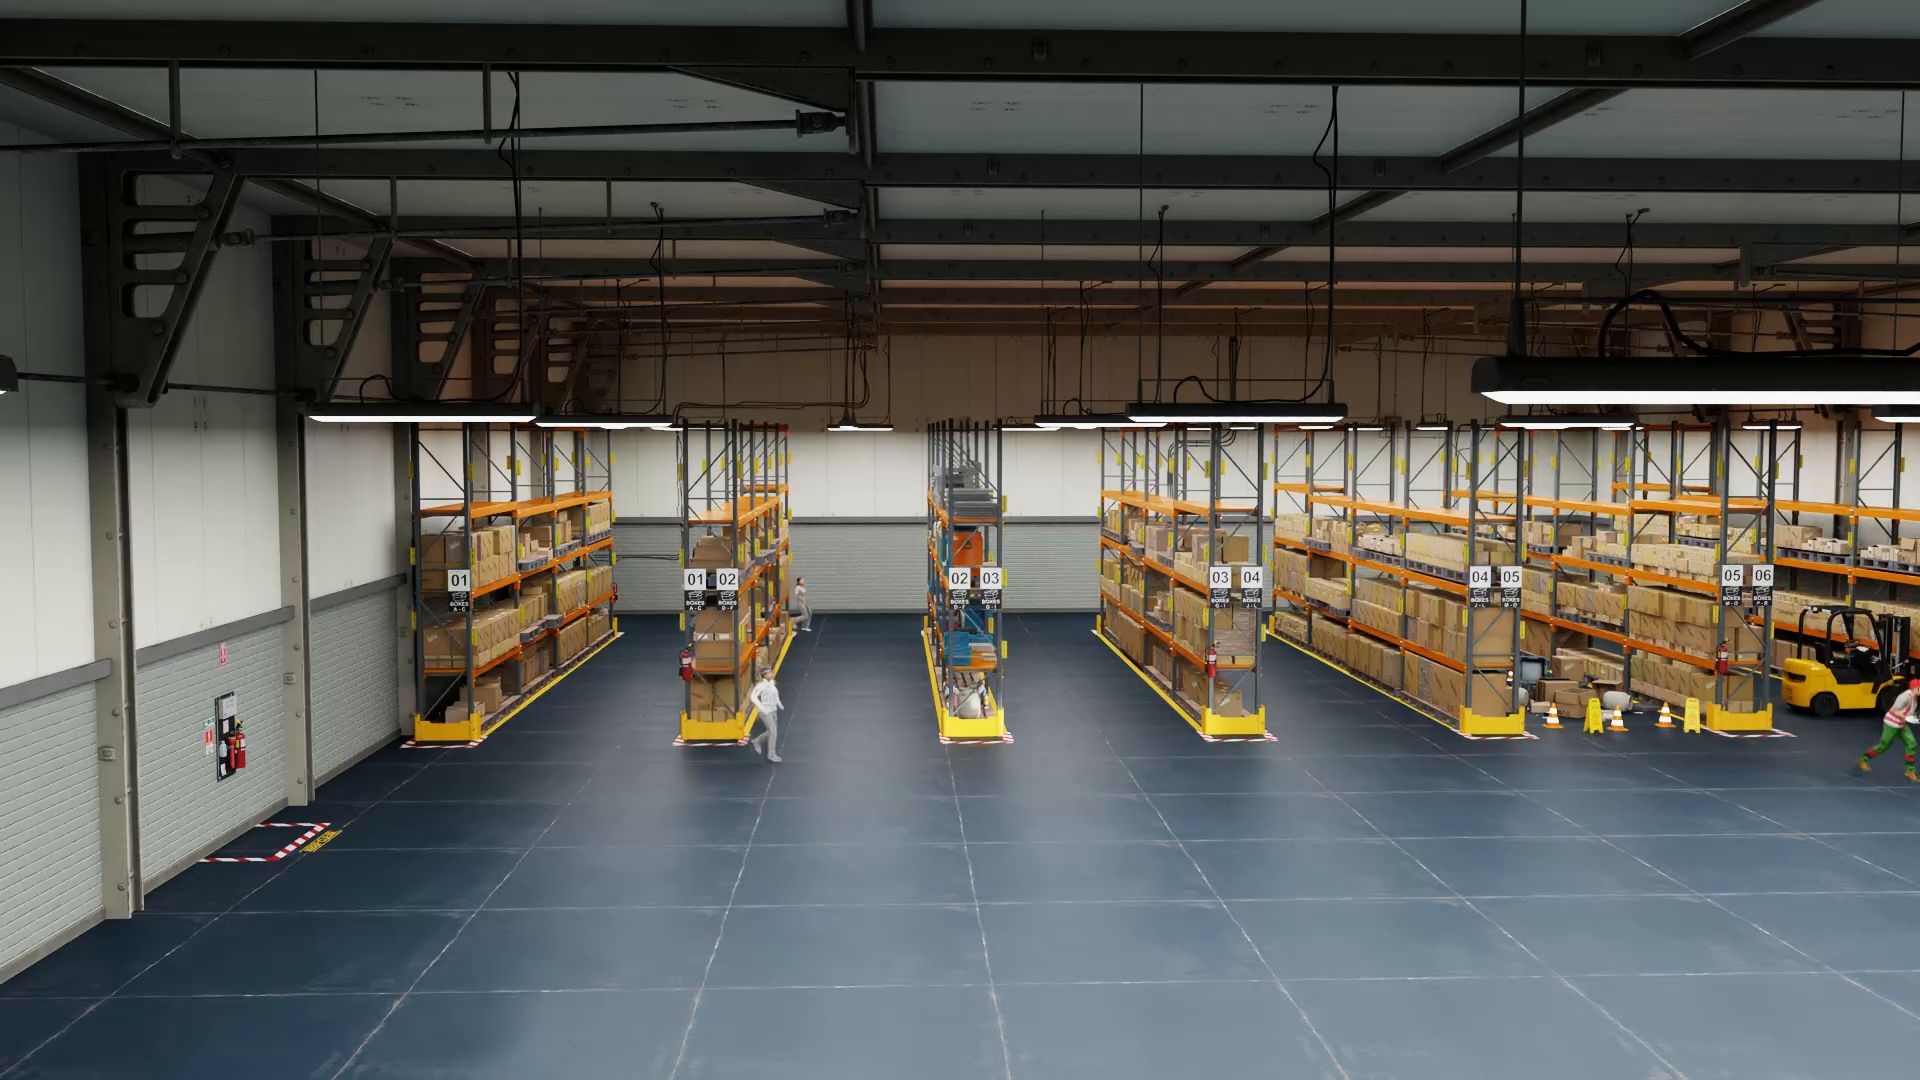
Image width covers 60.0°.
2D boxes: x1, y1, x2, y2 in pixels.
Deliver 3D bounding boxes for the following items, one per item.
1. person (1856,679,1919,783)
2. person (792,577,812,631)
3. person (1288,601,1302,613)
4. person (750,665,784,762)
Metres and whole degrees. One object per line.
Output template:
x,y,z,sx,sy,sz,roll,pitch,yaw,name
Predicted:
15.481,3.125,27.615,0.703,1.731,1.060,-3,5,-43,person
-4.633,1.859,48.184,0.579,1.600,0.574,1,4,10,person
9.928,1.737,49.077,0.793,1.748,0.617,0,4,-6,person
-3.413,3.023,29.170,0.667,1.676,0.640,2,4,29,person
